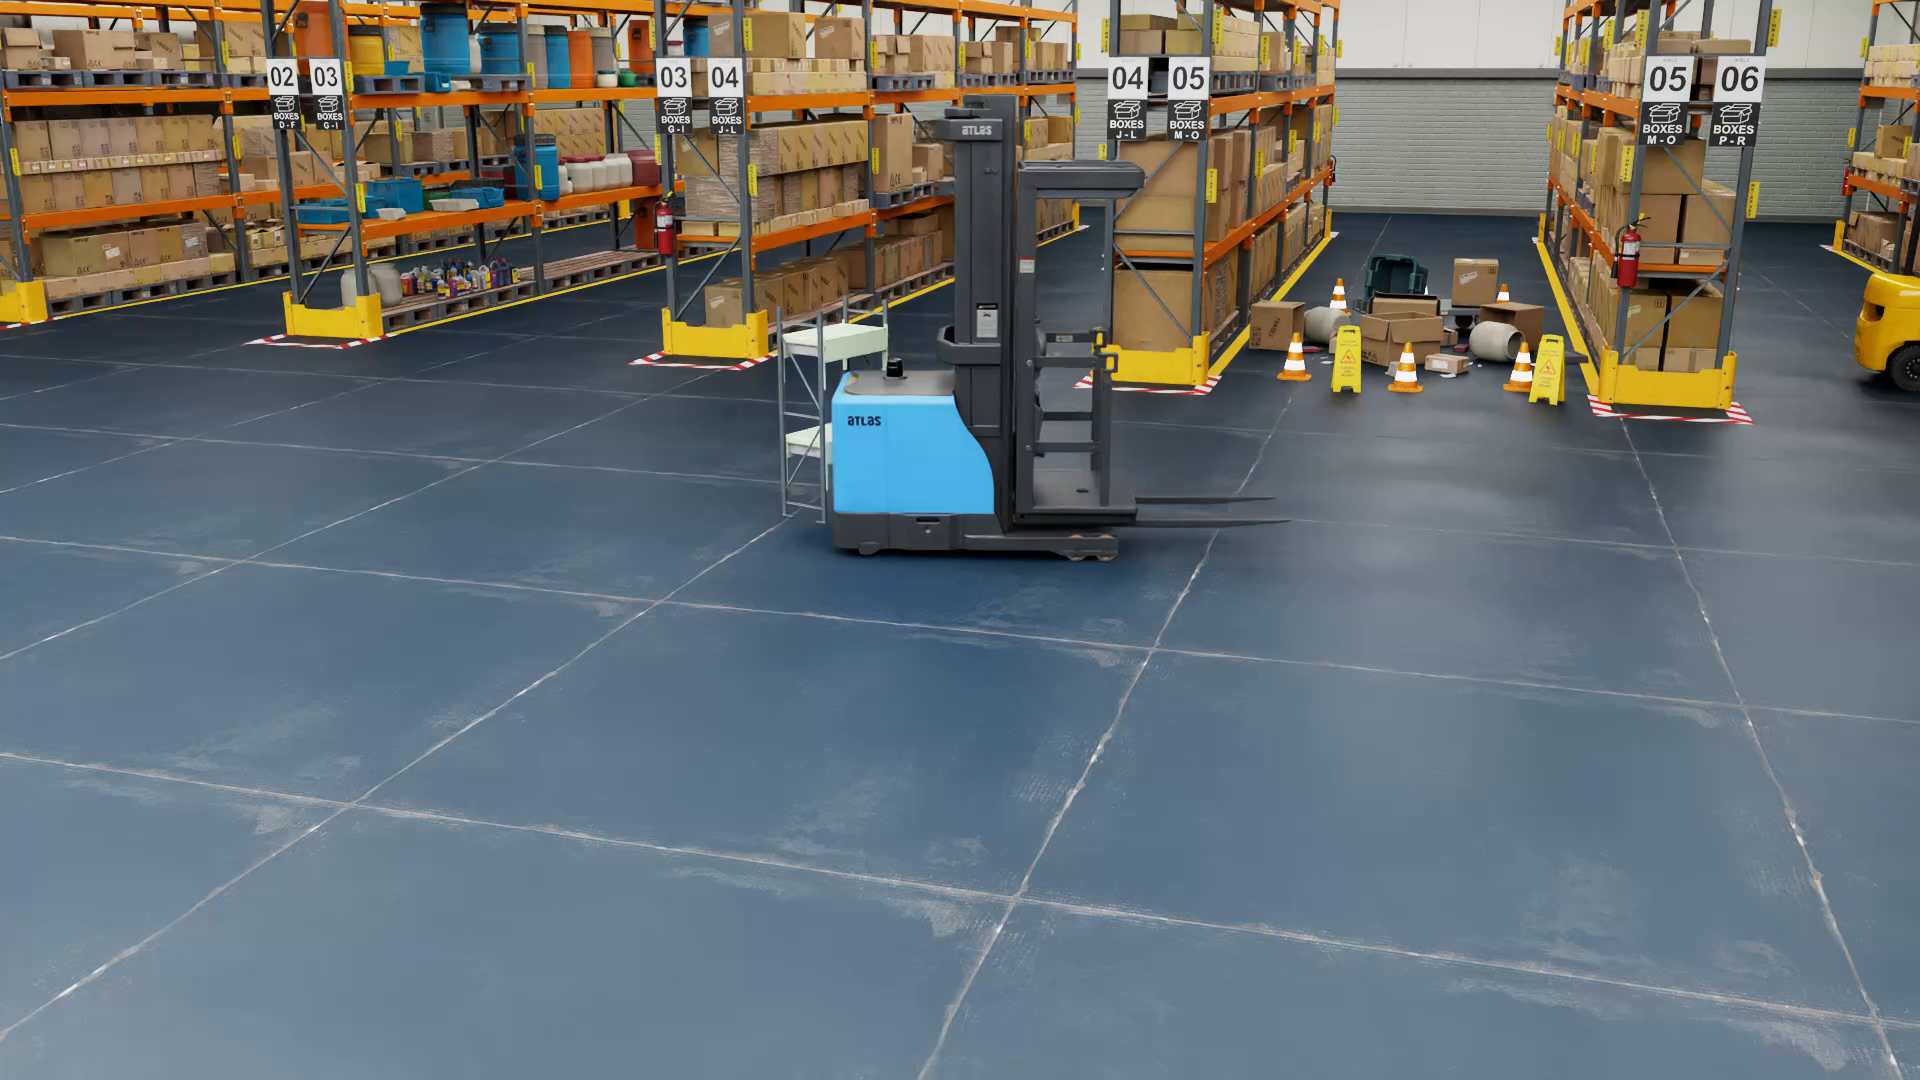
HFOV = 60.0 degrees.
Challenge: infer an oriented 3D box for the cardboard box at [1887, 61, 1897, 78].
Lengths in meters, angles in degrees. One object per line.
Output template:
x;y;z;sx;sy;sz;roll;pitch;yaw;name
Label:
15.249;-7.562;26.725;0.500;0.250;0.500;4;16;15;cardboard box

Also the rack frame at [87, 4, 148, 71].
-14.738;-9.645;28.844;1.000;3.000;0.127;5;16;16;rack frame

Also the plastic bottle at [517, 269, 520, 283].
-6.181;-3.691;23.166;0.097;0.201;0.097;0;16;0;plastic bottle

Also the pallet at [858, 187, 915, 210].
-1.271;-4.657;22.601;1.003;0.211;1.213;5;16;16;pallet

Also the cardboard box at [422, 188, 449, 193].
-9.648;-6.292;30.415;0.500;0.250;0.500;4;16;15;cardboard box

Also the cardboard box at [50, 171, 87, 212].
-11.972;-4.590;21.832;0.700;0.500;0.500;5;17;17;cardboard box

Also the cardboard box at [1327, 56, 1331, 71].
6.330;-8.492;29.634;0.500;0.250;0.500;5;17;17;cardboard box

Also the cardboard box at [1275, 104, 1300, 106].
5.990;-7.732;30.530;0.500;0.500;0.500;5;17;17;cardboard box

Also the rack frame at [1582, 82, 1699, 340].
7.874;-3.792;19.201;1.000;3.000;0.127;5;16;16;rack frame

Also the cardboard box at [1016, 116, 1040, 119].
1.245;-7.896;32.026;0.500;0.500;0.500;4;16;15;cardboard box

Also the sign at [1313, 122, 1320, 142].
5.906;-6.757;27.534;0.100;0.325;0.005;5;16;16;sign

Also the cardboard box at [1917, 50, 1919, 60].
14.402;-7.172;24.584;0.380;0.149;0.250;5;17;17;cardboard box

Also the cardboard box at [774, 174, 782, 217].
-2.555;-3.987;19.160;0.875;0.500;0.500;5;16;16;cardboard box

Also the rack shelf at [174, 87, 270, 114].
-10.556;-6.950;26.156;1.077;0.370;4.000;5;16;16;rack shelf

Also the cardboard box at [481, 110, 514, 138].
-8.956;-8.104;32.388;0.500;0.500;0.500;5;17;16;cardboard box

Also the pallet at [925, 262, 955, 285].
-0.714;-4.061;25.260;1.003;0.211;1.213;5;16;16;pallet

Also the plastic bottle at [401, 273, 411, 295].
-7.314;-3.377;21.925;0.152;0.276;0.135;5;17;16;plastic bottle

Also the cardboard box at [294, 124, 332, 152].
-13.432;-8.091;33.807;0.980;0.700;0.700;5;17;17;cardboard box

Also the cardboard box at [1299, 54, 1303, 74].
4.788;-6.947;24.645;0.500;0.500;0.500;5;16;16;cardboard box

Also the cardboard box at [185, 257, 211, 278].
-11.198;-3.940;23.994;0.500;0.250;0.500;5;16;16;cardboard box

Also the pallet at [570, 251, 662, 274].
-5.497;-4.450;26.630;1.003;0.211;1.213;5;16;16;pallet

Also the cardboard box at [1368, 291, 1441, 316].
5.067;-2.511;19.010;0.797;0.637;0.503;5;16;16;cardboard box

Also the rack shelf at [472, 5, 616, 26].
-8.283;-10.484;33.126;1.077;0.370;4.000;5;16;16;rack shelf

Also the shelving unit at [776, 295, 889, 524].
-0.894;-0.948;11.924;0.431;1.500;0.755;11;19;34;shelving unit

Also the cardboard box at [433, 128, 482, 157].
-9.335;-7.381;30.903;0.700;0.500;0.500;7;17;25;cardboard box

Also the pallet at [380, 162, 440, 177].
-9.862;-6.466;28.982;1.213;0.211;1.003;5;16;16;pallet

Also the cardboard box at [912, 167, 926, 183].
-0.706;-5.287;23.949;0.396;0.266;0.258;4;16;14;cardboard box

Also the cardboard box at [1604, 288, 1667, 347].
6.715;-2.215;16.537;0.500;0.500;0.500;5;17;16;cardboard box

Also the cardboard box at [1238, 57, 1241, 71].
2.869;-5.202;18.184;0.380;0.149;0.250;5;16;16;cardboard box

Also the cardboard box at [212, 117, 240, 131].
-13.933;-7.825;31.282;0.500;0.250;0.500;4;16;15;cardboard box

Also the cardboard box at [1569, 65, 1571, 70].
10.022;-7.705;26.795;0.396;0.266;0.258;5;17;18;cardboard box

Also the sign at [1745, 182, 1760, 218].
7.257;-3.120;15.245;0.100;0.325;0.005;5;16;16;sign

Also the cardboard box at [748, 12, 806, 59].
-2.084;-5.756;18.984;0.500;0.500;0.500;5;16;16;cardboard box

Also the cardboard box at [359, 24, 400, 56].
-9.858;-8.462;28.153;0.500;0.500;0.500;5;16;16;cardboard box

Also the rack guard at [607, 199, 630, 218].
-7.736;-7.247;35.962;1.175;0.500;0.348;5;16;16;rack guard

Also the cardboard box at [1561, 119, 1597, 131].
10.017;-6.559;26.940;0.500;0.500;0.500;4;16;15;cardboard box

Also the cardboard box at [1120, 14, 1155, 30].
1.733;-5.173;16.620;0.380;0.149;0.250;5;17;16;cardboard box

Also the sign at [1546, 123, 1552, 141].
10.754;-7.430;30.298;0.100;0.325;0.005;5;16;16;sign

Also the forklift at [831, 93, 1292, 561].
0.680;-1.421;10.969;3.031;2.935;1.130;0;16;1;forklift

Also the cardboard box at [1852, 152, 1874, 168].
15.657;-6.520;28.551;0.500;0.250;0.500;5;17;16;cardboard box

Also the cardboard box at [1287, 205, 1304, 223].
5.244;-5.255;26.795;0.500;0.250;0.500;5;17;19;cardboard box

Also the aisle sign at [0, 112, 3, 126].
-11.986;-5.493;20.433;0.394;0.787;0.004;5;16;16;aisle sign

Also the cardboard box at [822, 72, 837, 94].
-1.805;-5.522;20.079;0.500;0.250;0.500;5;16;15;cardboard box

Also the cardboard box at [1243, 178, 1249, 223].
3.006;-4.124;20.097;0.875;0.550;0.550;5;16;16;cardboard box

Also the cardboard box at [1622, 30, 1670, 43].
7.916;-5.767;19.256;0.500;0.250;0.500;5;17;17;cardboard box

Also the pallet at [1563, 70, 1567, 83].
10.738;-7.817;28.056;1.003;0.211;1.213;5;16;16;pallet

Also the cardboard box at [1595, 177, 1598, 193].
7.785;-4.324;19.578;0.500;0.500;0.500;4;16;15;cardboard box

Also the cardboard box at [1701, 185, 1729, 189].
7.425;-3.308;16.767;0.500;0.500;0.500;4;16;15;cardboard box

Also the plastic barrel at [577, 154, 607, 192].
-5.563;-5.548;25.144;0.433;0.535;0.433;0;16;0;plastic barrel

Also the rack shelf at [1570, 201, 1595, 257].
8.442;-3.969;21.144;1.077;0.370;4.000;5;16;16;rack shelf

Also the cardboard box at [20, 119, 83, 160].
-11.957;-5.228;21.704;0.700;0.500;0.500;4;16;14;cardboard box

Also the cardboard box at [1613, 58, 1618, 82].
7.349;-5.076;17.962;0.500;0.250;0.500;4;16;15;cardboard box

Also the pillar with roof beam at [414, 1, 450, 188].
-8.399;-12.178;37.773;9.100;9.000;0.400;5;16;16;pillar with roof beam

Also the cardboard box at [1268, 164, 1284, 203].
4.222;-4.975;23.188;0.500;0.500;0.500;5;16;16;cardboard box
